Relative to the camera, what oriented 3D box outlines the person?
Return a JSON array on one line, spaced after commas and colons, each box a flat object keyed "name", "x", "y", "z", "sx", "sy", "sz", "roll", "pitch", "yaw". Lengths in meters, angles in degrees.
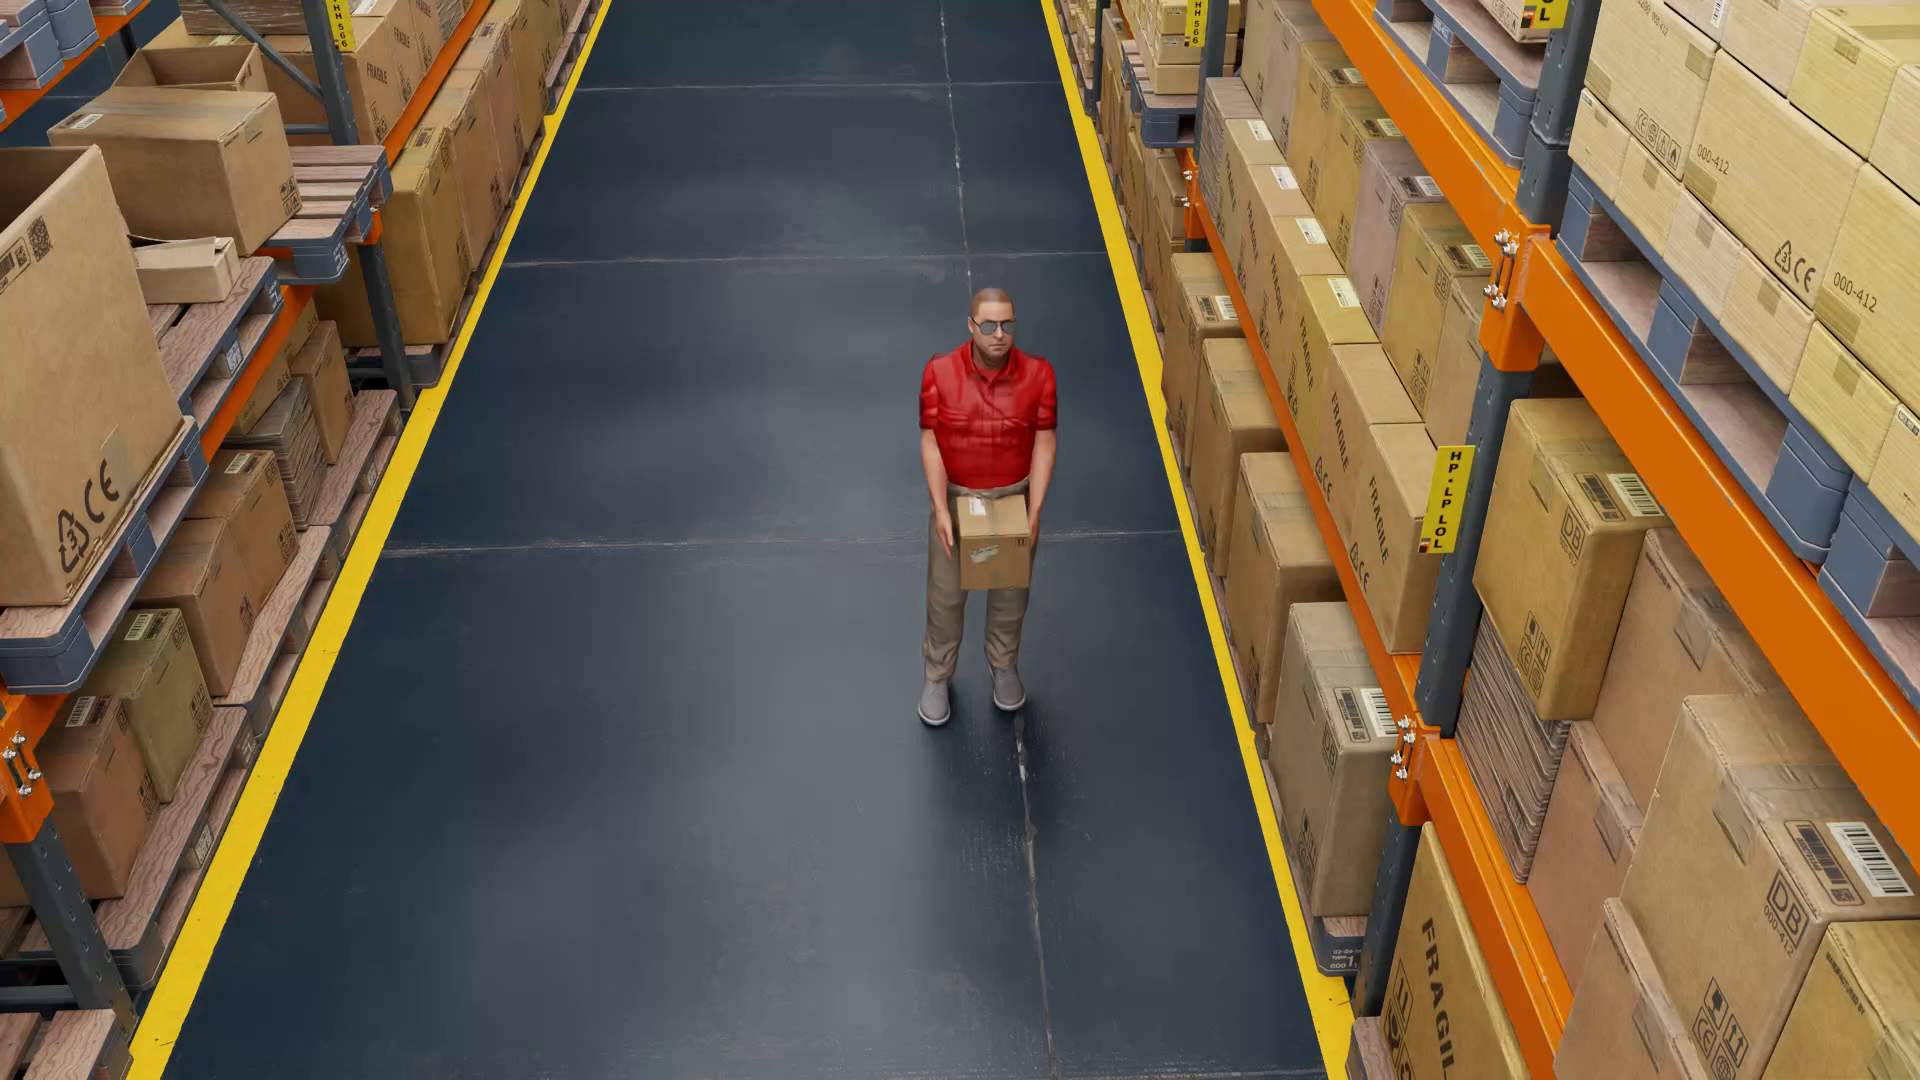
[{"name": "person", "x": 0.098, "y": -0.101, "z": 6.301, "sx": 0.545, "sy": 1.729, "sz": 0.481, "roll": -1, "pitch": 35, "yaw": -2}]
